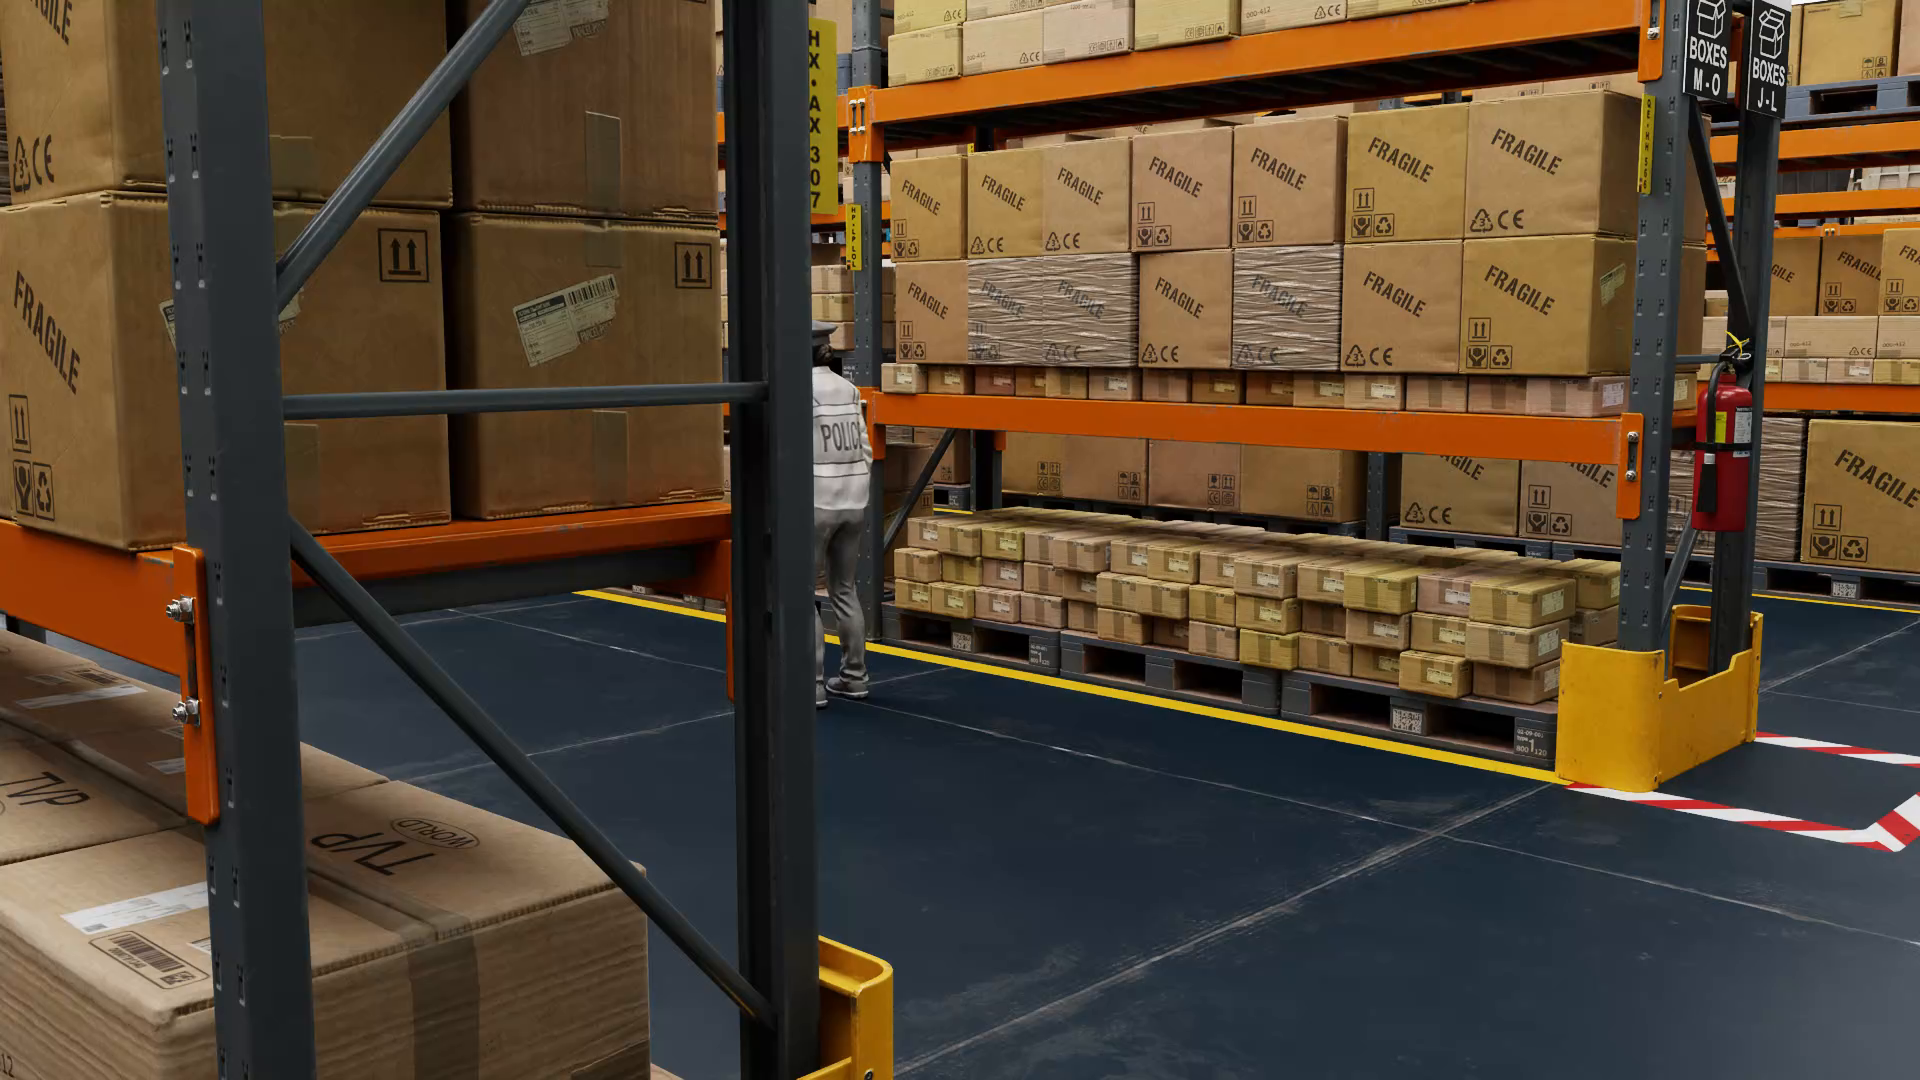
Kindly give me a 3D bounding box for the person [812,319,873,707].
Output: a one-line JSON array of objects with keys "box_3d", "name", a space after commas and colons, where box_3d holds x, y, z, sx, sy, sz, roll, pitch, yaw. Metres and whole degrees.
[{"box_3d": [-0.601, -0.116, 7.173, 0.373, 1.663, 0.532, 6, 9, 41], "name": "person"}]
